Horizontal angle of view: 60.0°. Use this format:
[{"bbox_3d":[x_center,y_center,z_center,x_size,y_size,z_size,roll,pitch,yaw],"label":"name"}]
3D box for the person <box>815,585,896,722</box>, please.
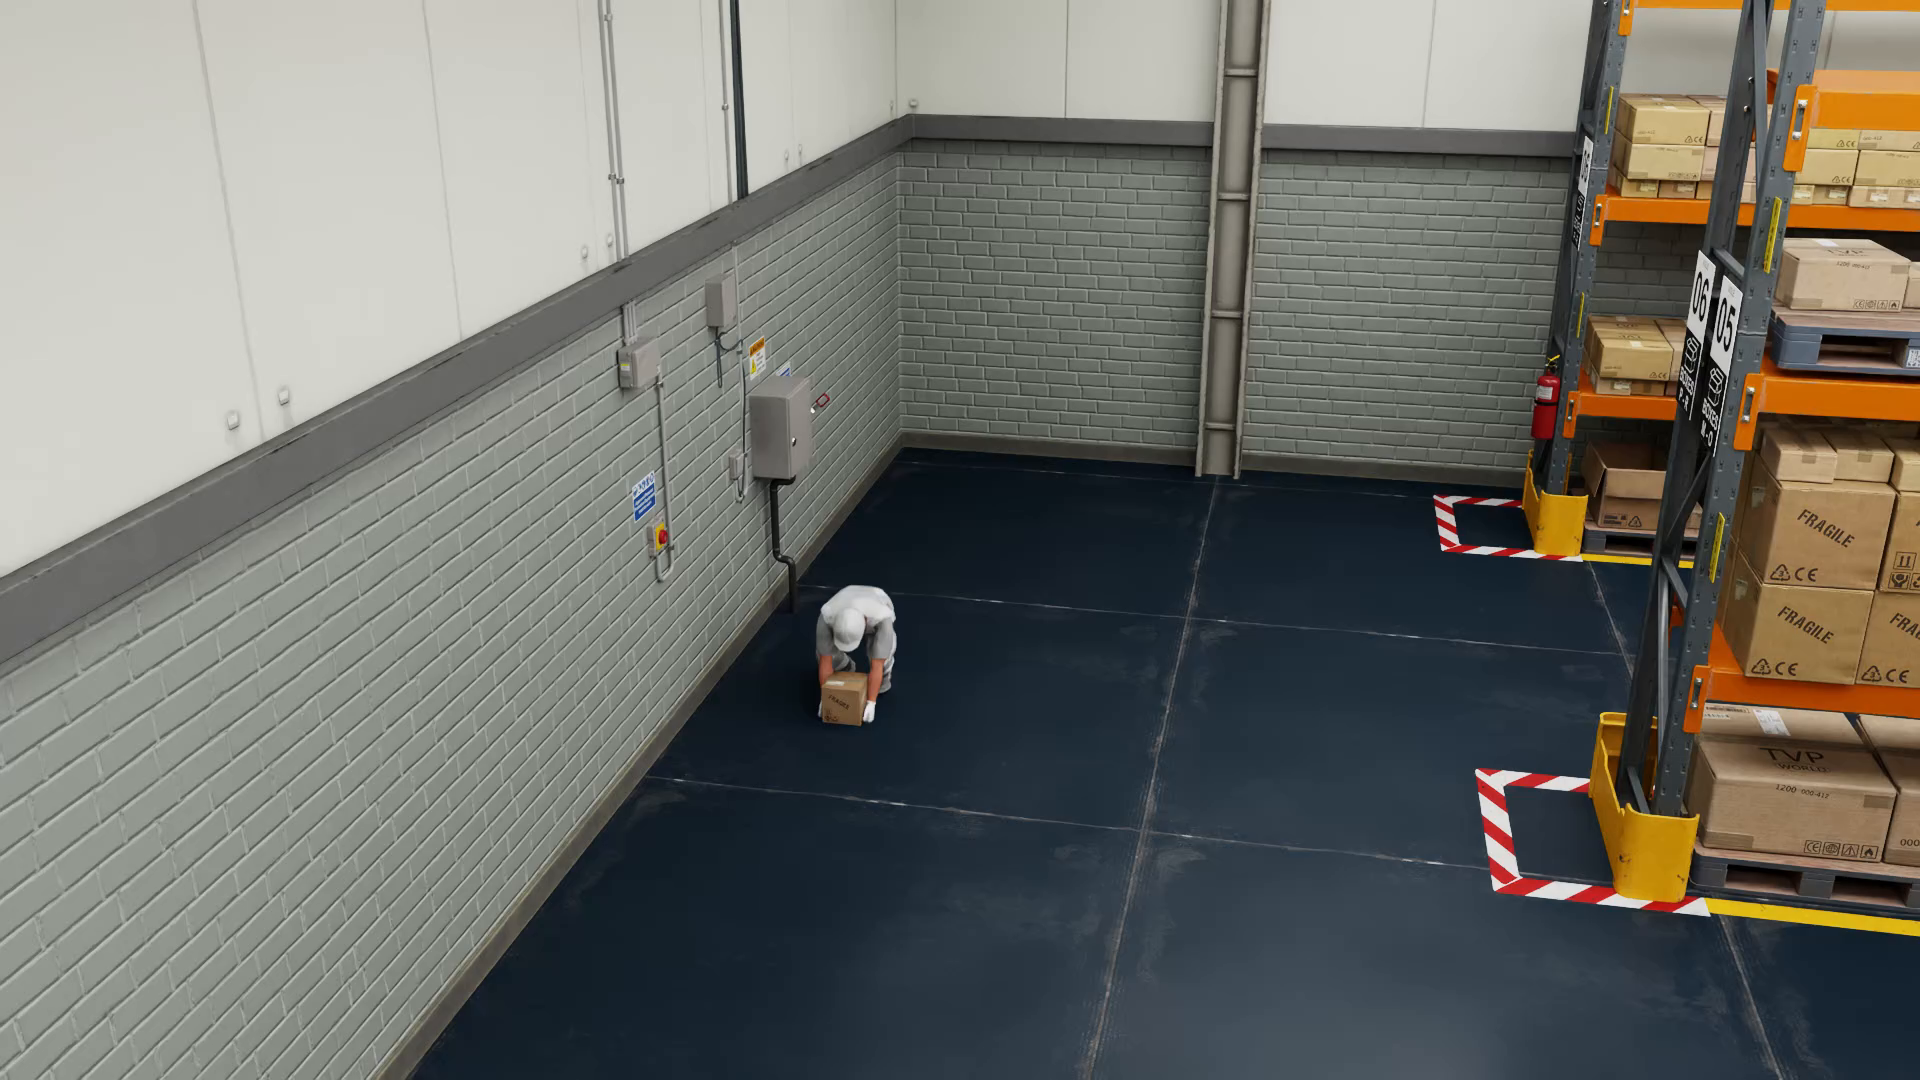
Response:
[{"bbox_3d":[-0.669,0.693,10.770,0.543,0.861,0.931,4,22,10],"label":"person"}]
